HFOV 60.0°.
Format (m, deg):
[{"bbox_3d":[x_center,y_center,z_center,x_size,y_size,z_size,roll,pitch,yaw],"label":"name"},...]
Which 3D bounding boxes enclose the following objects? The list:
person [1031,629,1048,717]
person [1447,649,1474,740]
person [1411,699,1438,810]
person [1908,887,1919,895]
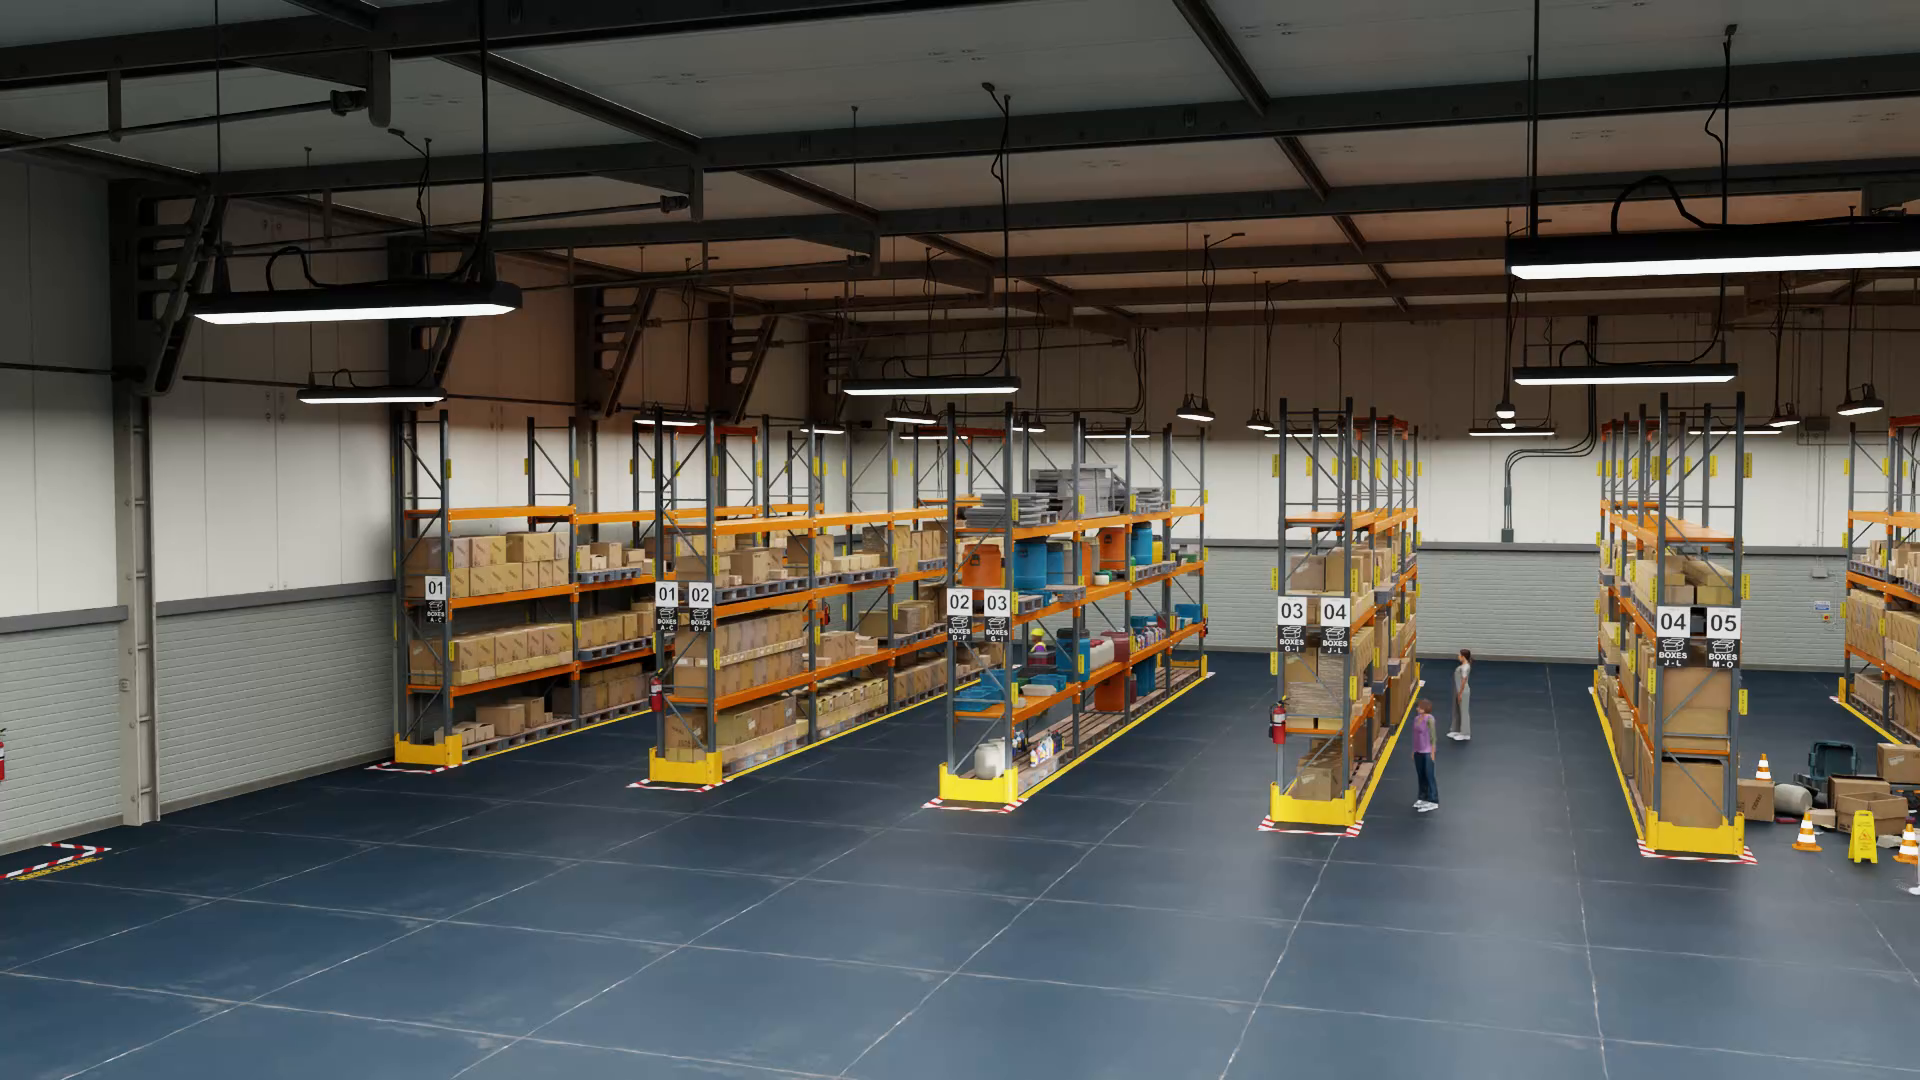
[{"bbox_3d":[1.504,2.683,33.685,0.580,1.780,0.604,0,2,5],"label":"person"},{"bbox_3d":[9.274,2.841,30.826,0.447,1.669,0.506,0,2,0],"label":"person"},{"bbox_3d":[6.839,3.149,24.517,0.350,1.607,0.492,-1,3,-23],"label":"person"},{"bbox_3d":[11.579,3.381,19.350,0.910,1.565,0.529,0,2,-3],"label":"person"}]
